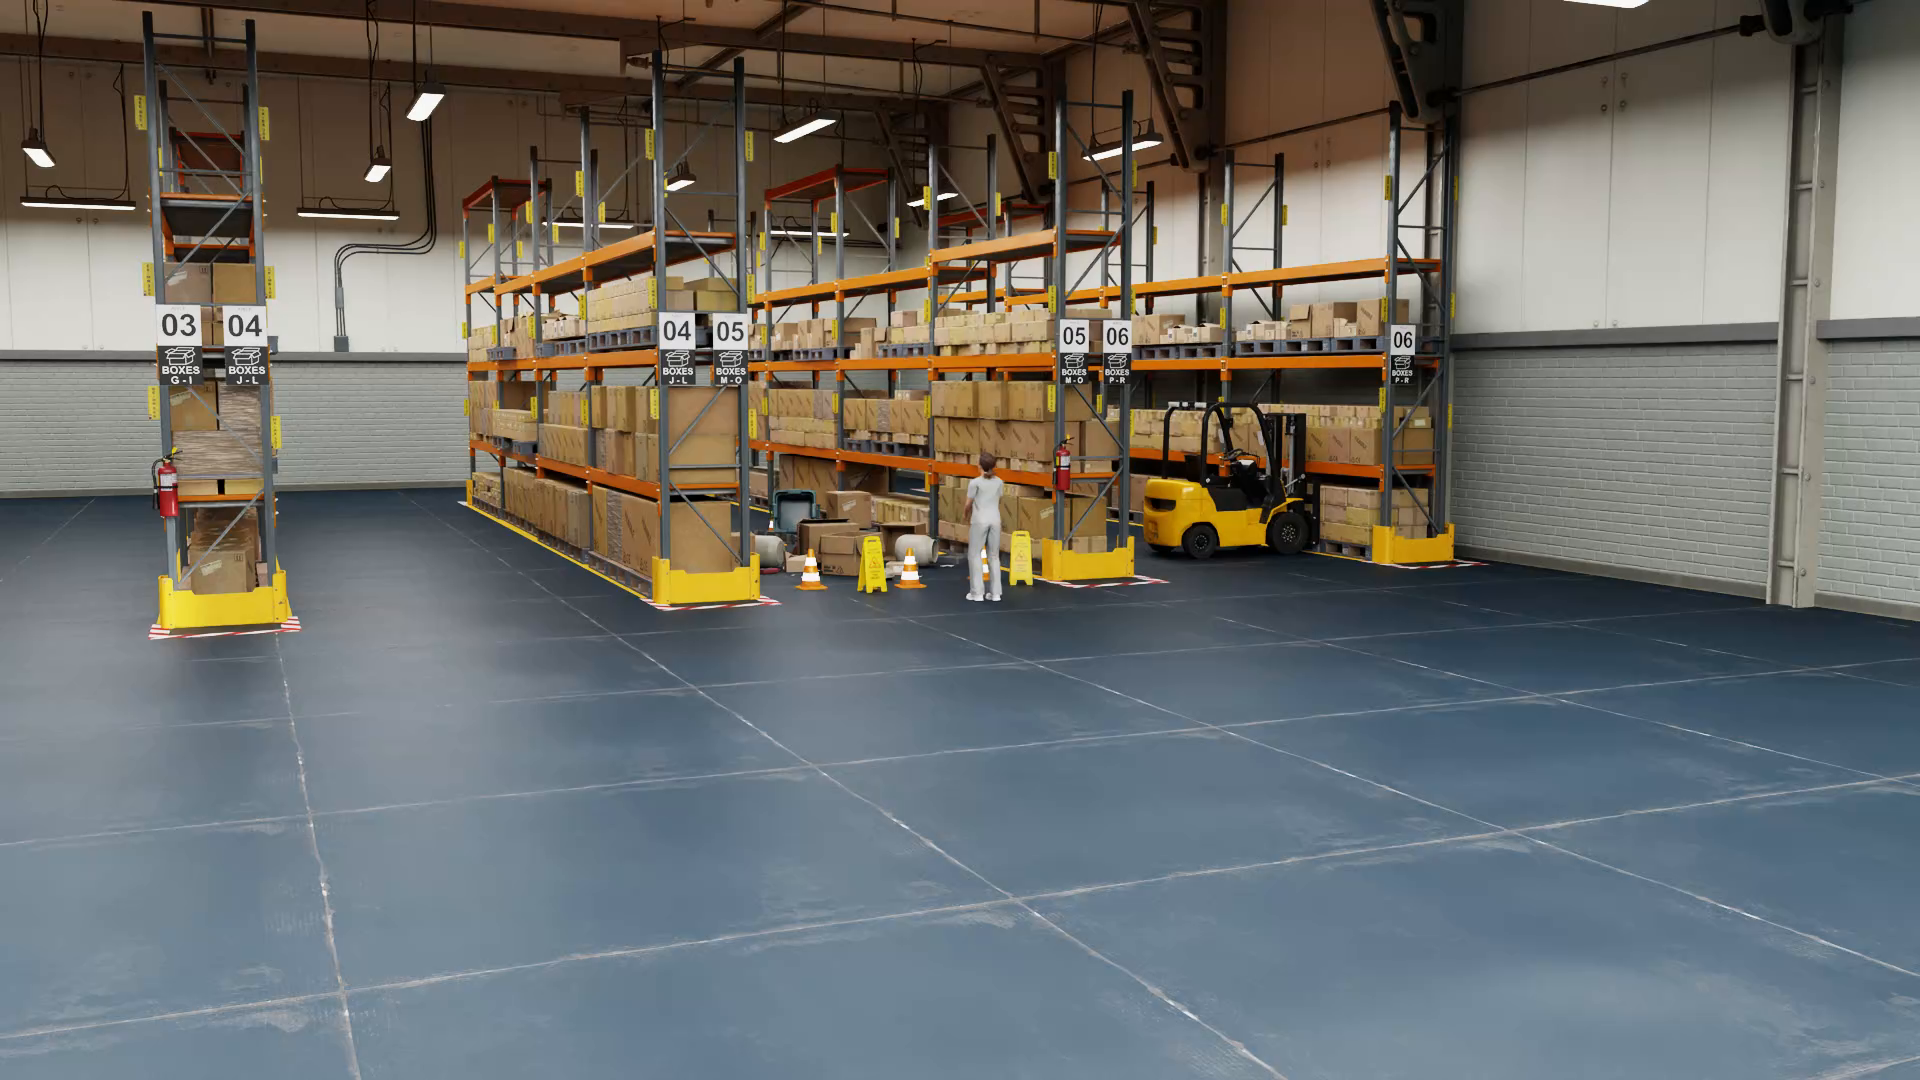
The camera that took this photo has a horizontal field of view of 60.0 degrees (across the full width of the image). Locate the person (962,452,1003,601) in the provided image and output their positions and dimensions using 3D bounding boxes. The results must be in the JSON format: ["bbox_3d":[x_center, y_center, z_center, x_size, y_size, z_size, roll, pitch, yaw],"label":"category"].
[{"bbox_3d":[0.251,-0.153,18.610,0.441,1.664,0.550,-2,6,-24],"label":"person"}]
